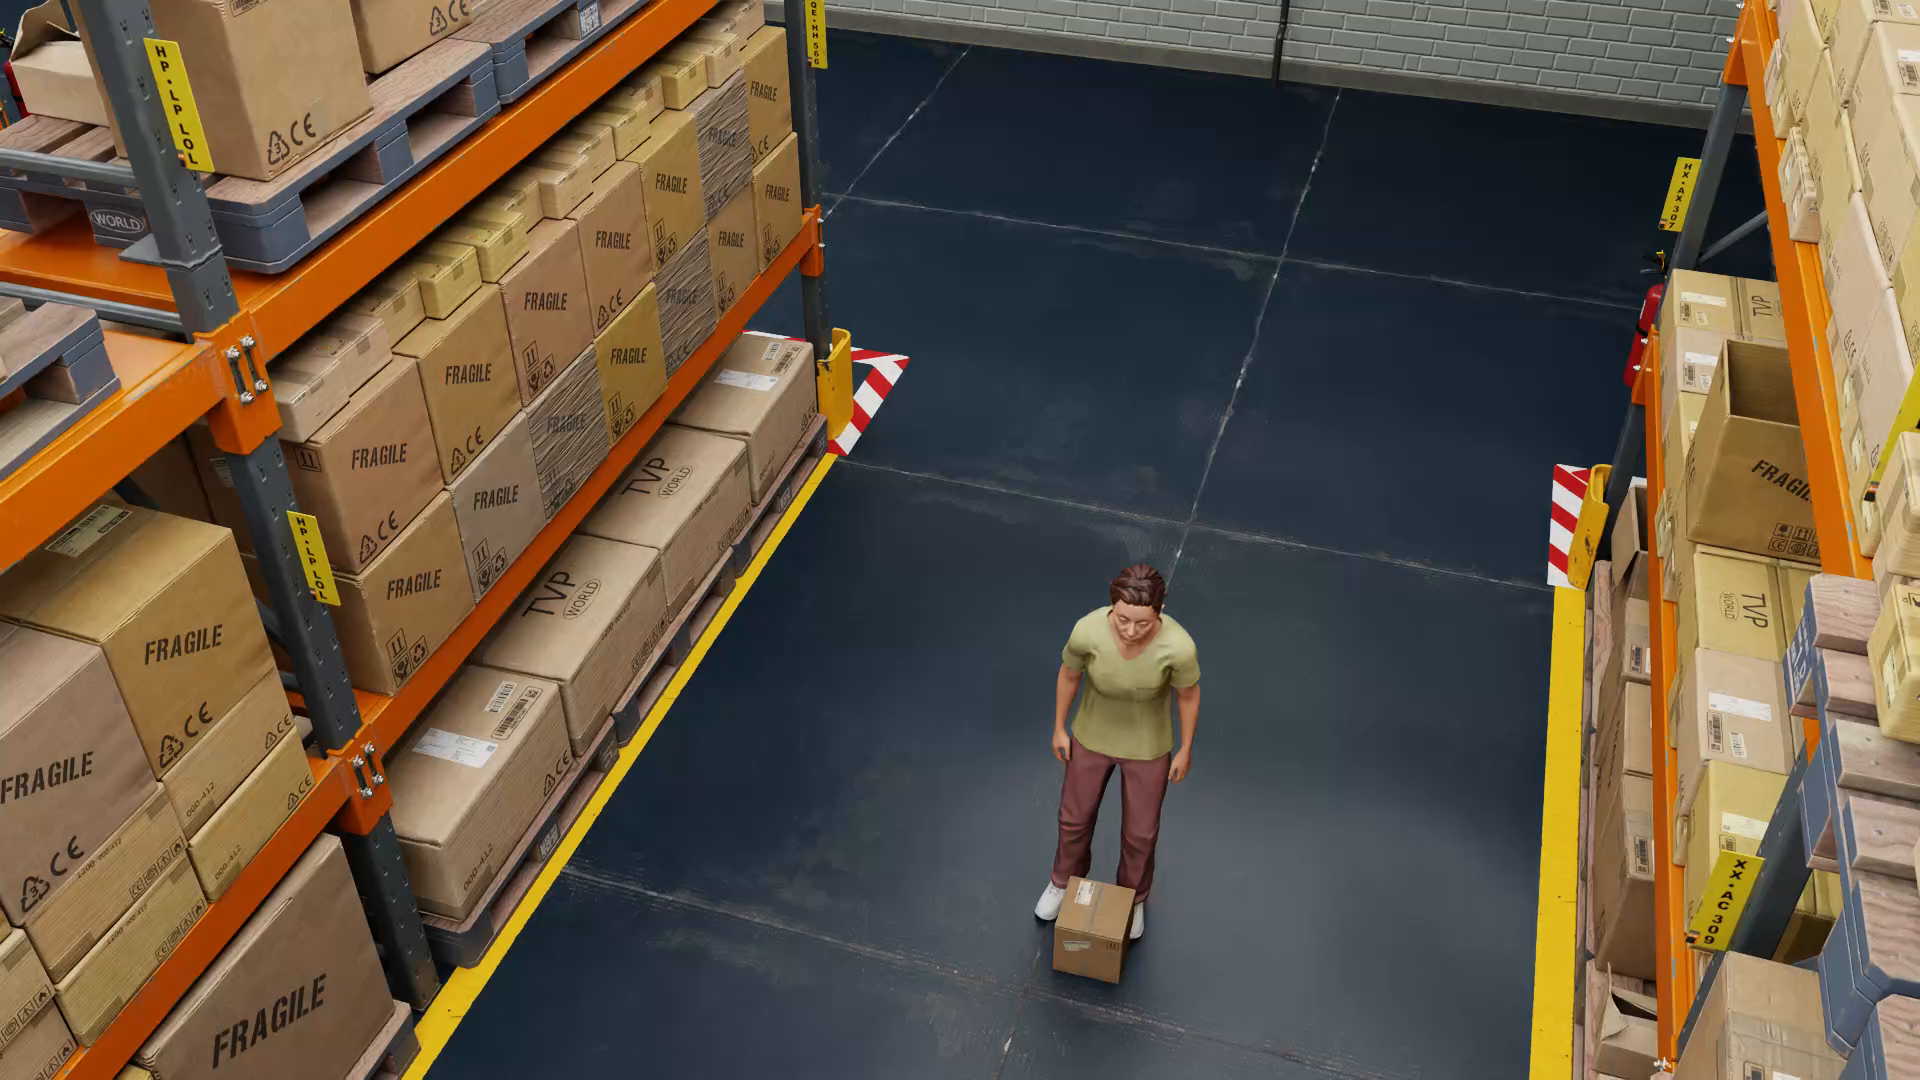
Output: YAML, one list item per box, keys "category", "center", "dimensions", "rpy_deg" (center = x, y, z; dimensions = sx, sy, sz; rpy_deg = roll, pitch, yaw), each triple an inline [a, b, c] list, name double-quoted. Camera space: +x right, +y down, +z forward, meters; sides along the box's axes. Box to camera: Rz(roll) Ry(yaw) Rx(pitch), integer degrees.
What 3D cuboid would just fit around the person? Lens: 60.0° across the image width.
- category: "person"
  center: [0.570, 0.736, 5.921]
  dimensions: [0.520, 1.673, 0.357]
  rpy_deg: [9, 38, 12]
